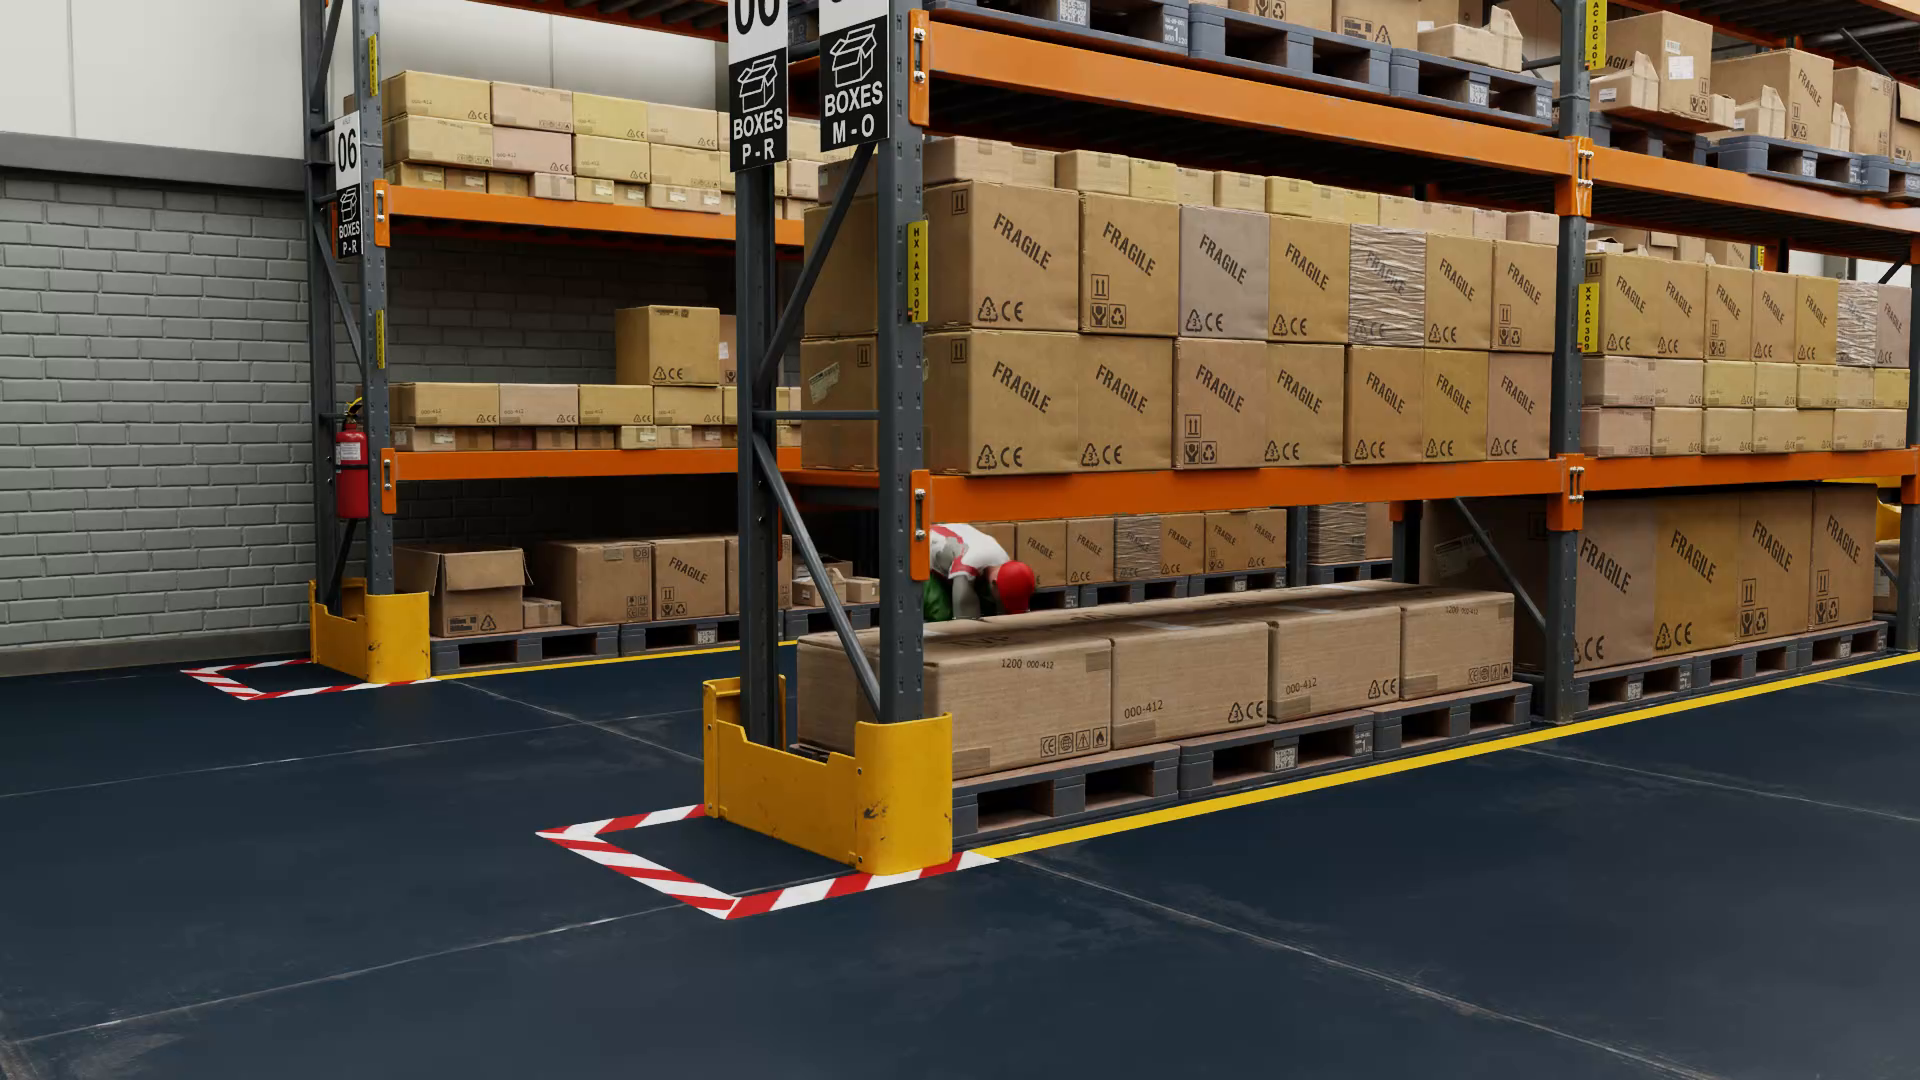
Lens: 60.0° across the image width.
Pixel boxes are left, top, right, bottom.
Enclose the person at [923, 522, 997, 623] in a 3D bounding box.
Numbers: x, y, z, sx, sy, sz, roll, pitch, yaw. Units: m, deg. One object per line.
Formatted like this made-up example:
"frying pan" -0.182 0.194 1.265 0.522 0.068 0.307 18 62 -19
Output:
"person" -0.075 -0.045 8.883 0.547 1.787 0.404 -4 6 -40
